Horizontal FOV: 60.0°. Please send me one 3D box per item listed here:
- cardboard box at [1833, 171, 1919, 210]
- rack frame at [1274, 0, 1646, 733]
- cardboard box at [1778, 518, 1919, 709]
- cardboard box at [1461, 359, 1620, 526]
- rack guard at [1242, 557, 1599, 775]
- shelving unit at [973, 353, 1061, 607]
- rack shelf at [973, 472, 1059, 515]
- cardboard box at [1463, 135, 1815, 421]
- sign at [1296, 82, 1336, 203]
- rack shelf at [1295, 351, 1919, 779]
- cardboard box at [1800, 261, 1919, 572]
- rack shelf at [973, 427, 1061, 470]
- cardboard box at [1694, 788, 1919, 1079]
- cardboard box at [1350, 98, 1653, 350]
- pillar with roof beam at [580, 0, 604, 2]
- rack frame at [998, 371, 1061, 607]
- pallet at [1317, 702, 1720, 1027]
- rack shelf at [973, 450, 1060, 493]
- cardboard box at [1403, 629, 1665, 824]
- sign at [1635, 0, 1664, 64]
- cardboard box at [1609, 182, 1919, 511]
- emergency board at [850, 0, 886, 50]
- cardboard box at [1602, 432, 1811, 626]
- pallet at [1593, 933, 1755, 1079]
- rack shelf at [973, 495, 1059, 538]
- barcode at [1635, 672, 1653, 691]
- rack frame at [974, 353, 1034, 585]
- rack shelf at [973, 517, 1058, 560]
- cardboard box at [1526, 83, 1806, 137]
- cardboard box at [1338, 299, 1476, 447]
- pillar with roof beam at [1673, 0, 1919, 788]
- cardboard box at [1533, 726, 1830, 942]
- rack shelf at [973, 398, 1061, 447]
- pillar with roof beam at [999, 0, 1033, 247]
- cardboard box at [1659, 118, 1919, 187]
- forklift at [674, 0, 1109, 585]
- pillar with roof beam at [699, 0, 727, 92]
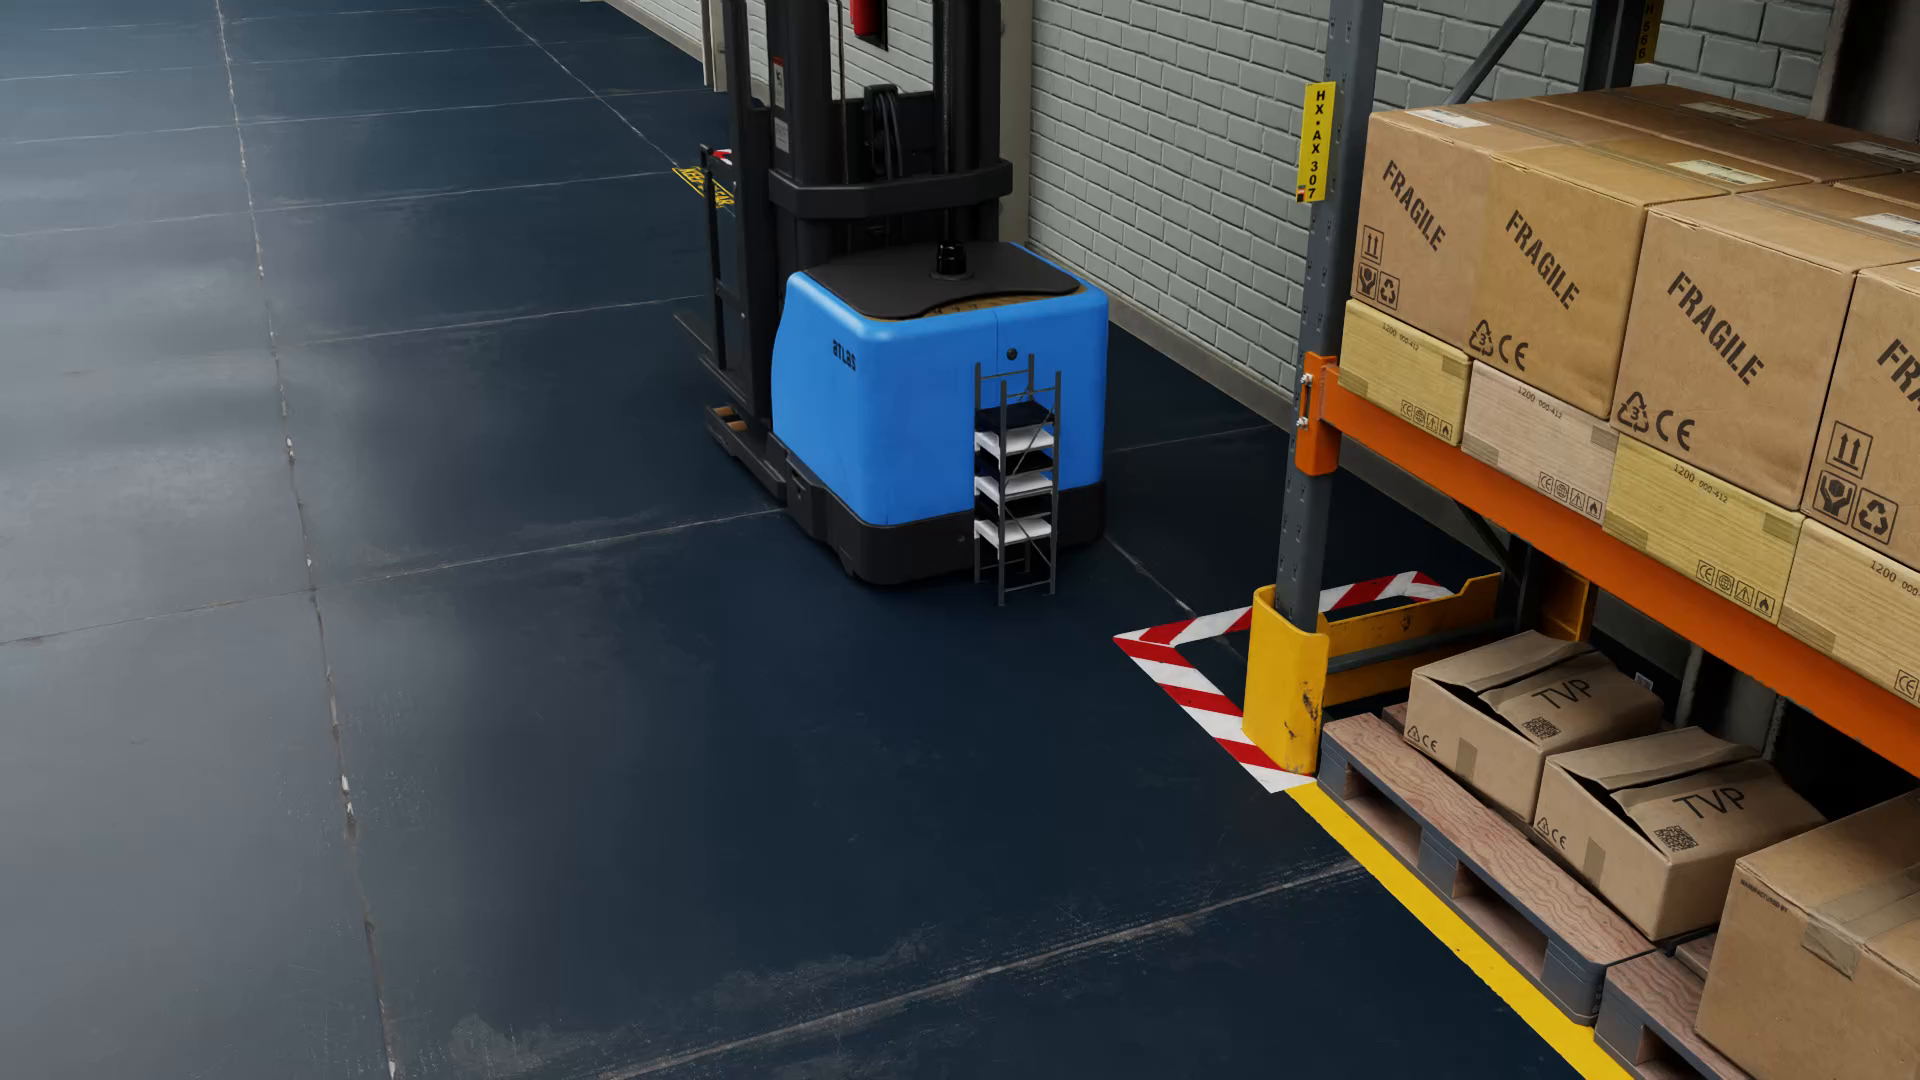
[{"bbox_3d":[2.258,-0.512,3.673,0.500,0.500,0.500,-11,28,-22],"label":"cardboard box"},{"bbox_3d":[1.483,-0.800,4.970,1.000,3.000,0.127,-11,28,-21],"label":"rack frame"},{"bbox_3d":[1.989,0.128,3.217,0.500,0.250,0.500,-10,28,-20],"label":"cardboard box"},{"bbox_3d":[1.599,-0.283,4.059,0.500,0.250,0.500,-11,28,-22],"label":"cardboard box"},{"bbox_3d":[1.513,0.354,5.456,1.175,0.500,0.348,-11,28,-21],"label":"rack guard"},{"bbox_3d":[0.208,-0.217,6.168,0.258,0.900,0.210,-12,29,-23],"label":"shelving unit"},{"bbox_3d":[0.208,-0.187,6.182,0.258,0.077,0.200,-12,29,-23],"label":"rack shelf"},{"bbox_3d":[1.578,-0.633,3.921,0.500,0.500,0.500,-10,28,-20],"label":"cardboard box"},{"bbox_3d":[0.984,-1.096,4.589,0.100,0.325,0.005,-11,28,-21],"label":"sign"},{"bbox_3d":[2.266,0.331,3.474,1.077,0.370,4.000,-11,28,-21],"label":"rack shelf"},{"bbox_3d":[1.988,-0.217,3.069,0.500,0.500,0.500,-10,28,-19],"label":"cardboard box"},{"bbox_3d":[0.208,-0.348,6.104,0.258,0.077,0.200,-12,29,-23],"label":"rack shelf"},{"bbox_3d":[2.136,0.955,3.723,0.700,0.500,0.500,-12,29,-24],"label":"cardboard box"},{"bbox_3d":[1.394,-0.834,4.333,0.500,0.500,0.500,-11,28,-21],"label":"cardboard box"},{"bbox_3d":[-8.457,-9.889,16.747,9.100,9.000,0.400,-11,28,-21],"label":"pillar with roof beam"},{"bbox_3d":[0.253,-0.176,6.086,0.240,0.900,0.006,-12,29,-23],"label":"rack frame"},{"bbox_3d":[1.799,0.818,4.835,1.003,0.211,1.213,-11,28,-21],"label":"pallet"},{"bbox_3d":[0.208,-0.267,6.143,0.258,0.077,0.200,-12,29,-23],"label":"rack shelf"},{"bbox_3d":[1.671,0.505,4.860,0.500,0.311,0.500,-14,29,-26],"label":"cardboard box"},{"bbox_3d":[2.002,-1.550,4.825,0.100,0.325,0.005,-11,28,-21],"label":"sign"},{"bbox_3d":[1.775,-0.423,3.492,0.500,0.500,0.500,-12,28,-22],"label":"cardboard box"},{"bbox_3d":[-0.729,-4.093,11.713,0.194,1.169,0.643,-11,28,-21],"label":"emergency board"},{"bbox_3d":[1.793,-0.076,3.636,0.500,0.250,0.500,-11,28,-21],"label":"cardboard box"},{"bbox_3d":[2.272,1.309,3.828,1.003,0.211,1.213,-11,28,-21],"label":"pallet"},{"bbox_3d":[0.208,-0.106,6.222,0.258,0.077,0.200,-12,29,-23],"label":"rack shelf"},{"bbox_3d":[2.046,0.440,4.983,0.001,0.075,0.075,-11,28,-21],"label":"barcode"},{"bbox_3d":[0.164,-0.257,6.250,0.240,0.900,0.006,-12,29,-23],"label":"rack frame"},{"bbox_3d":[0.208,-0.025,6.261,0.258,0.077,0.200,-12,29,-23],"label":"rack shelf"},{"bbox_3d":[1.863,-0.925,4.519,0.500,0.500,0.500,-11,28,-21],"label":"cardboard box"},{"bbox_3d":[1.382,-0.490,4.483,0.500,0.250,0.500,-11,28,-22],"label":"cardboard box"},{"bbox_3d":[-1.408,-2.622,1.864,9.100,9.000,0.400,-11,28,-21],"label":"pillar with roof beam"},{"bbox_3d":[1.895,0.735,4.388,0.500,0.311,0.500,-8,27,-16],"label":"cardboard box"},{"bbox_3d":[0.208,-0.429,6.064,0.258,0.077,0.200,-12,29,-23],"label":"rack shelf"},{"bbox_3d":[-3.758,-5.045,6.825,9.100,9.000,0.400,-11,28,-21],"label":"pillar with roof beam"},{"bbox_3d":[2.051,-0.720,4.099,0.500,0.500,0.500,-10,28,-20],"label":"cardboard box"},{"bbox_3d":[-0.521,-1.766,7.025,1.130,2.935,3.031,-12,29,-23],"label":"forklift"},{"bbox_3d":[-6.107,-7.467,11.786,9.100,9.000,0.400,-11,28,-21],"label":"pillar with roof beam"}]
